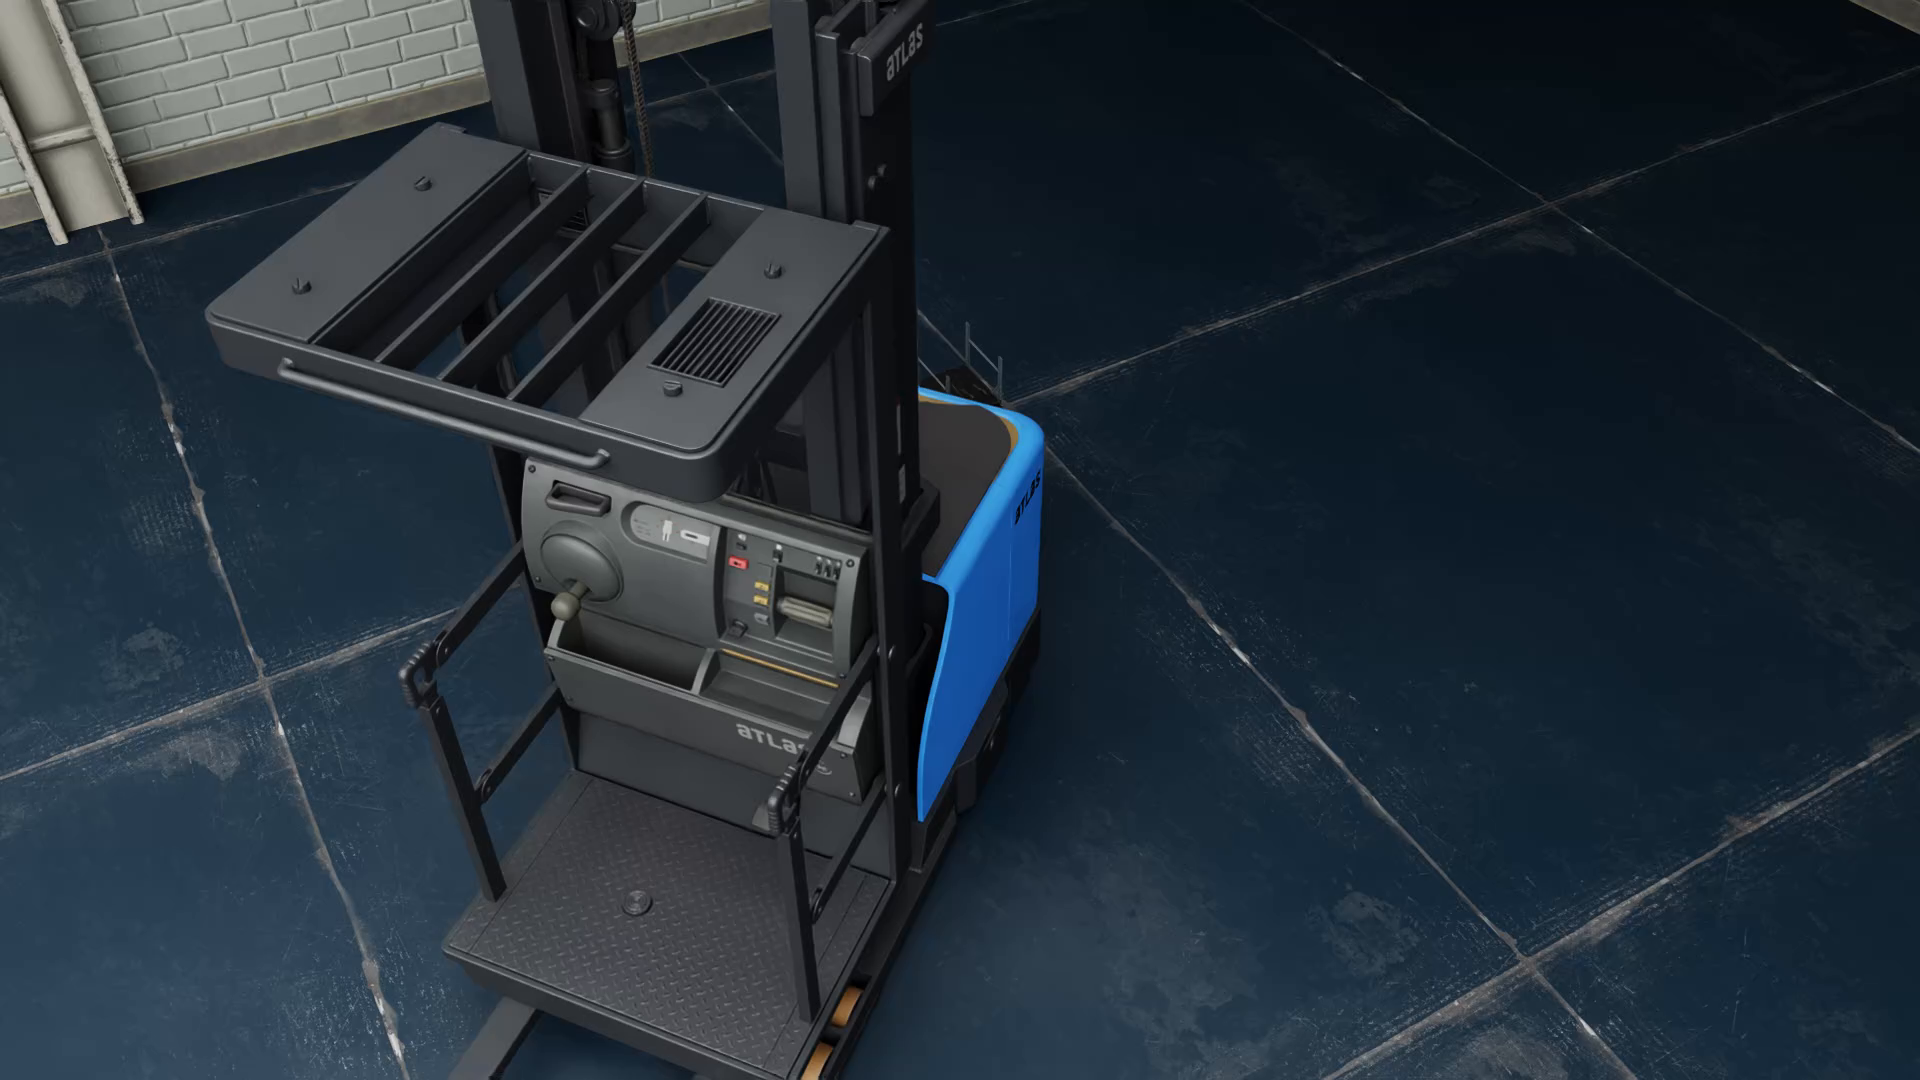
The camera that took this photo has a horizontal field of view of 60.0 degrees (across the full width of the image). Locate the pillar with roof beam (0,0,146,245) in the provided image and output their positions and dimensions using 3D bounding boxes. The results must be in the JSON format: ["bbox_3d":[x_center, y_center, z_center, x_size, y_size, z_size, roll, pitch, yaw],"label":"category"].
[{"bbox_3d":[-1.917,-2.144,1.998,0.400,9.000,9.100,-22,48,-21],"label":"pillar with roof beam"}]

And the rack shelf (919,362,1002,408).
[{"bbox_3d":[-0.007,-0.490,5.769,0.200,0.077,0.258,-22,48,-21],"label":"rack shelf"}]

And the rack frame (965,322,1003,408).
[{"bbox_3d":[0.081,-0.355,5.970,0.006,0.900,0.240,-22,48,-21],"label":"rack frame"}]

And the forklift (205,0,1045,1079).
[{"bbox_3d":[-0.756,0.167,3.974,1.130,2.935,3.031,16,46,16],"label":"forklift"}]

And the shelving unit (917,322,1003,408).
[{"bbox_3d":[-0.007,-0.320,5.934,0.210,0.900,0.258,-22,48,-21],"label":"shelving unit"}]

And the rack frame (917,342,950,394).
[{"bbox_3d":[-0.095,-0.285,5.897,0.006,0.900,0.240,-22,48,-21],"label":"rack frame"}]
